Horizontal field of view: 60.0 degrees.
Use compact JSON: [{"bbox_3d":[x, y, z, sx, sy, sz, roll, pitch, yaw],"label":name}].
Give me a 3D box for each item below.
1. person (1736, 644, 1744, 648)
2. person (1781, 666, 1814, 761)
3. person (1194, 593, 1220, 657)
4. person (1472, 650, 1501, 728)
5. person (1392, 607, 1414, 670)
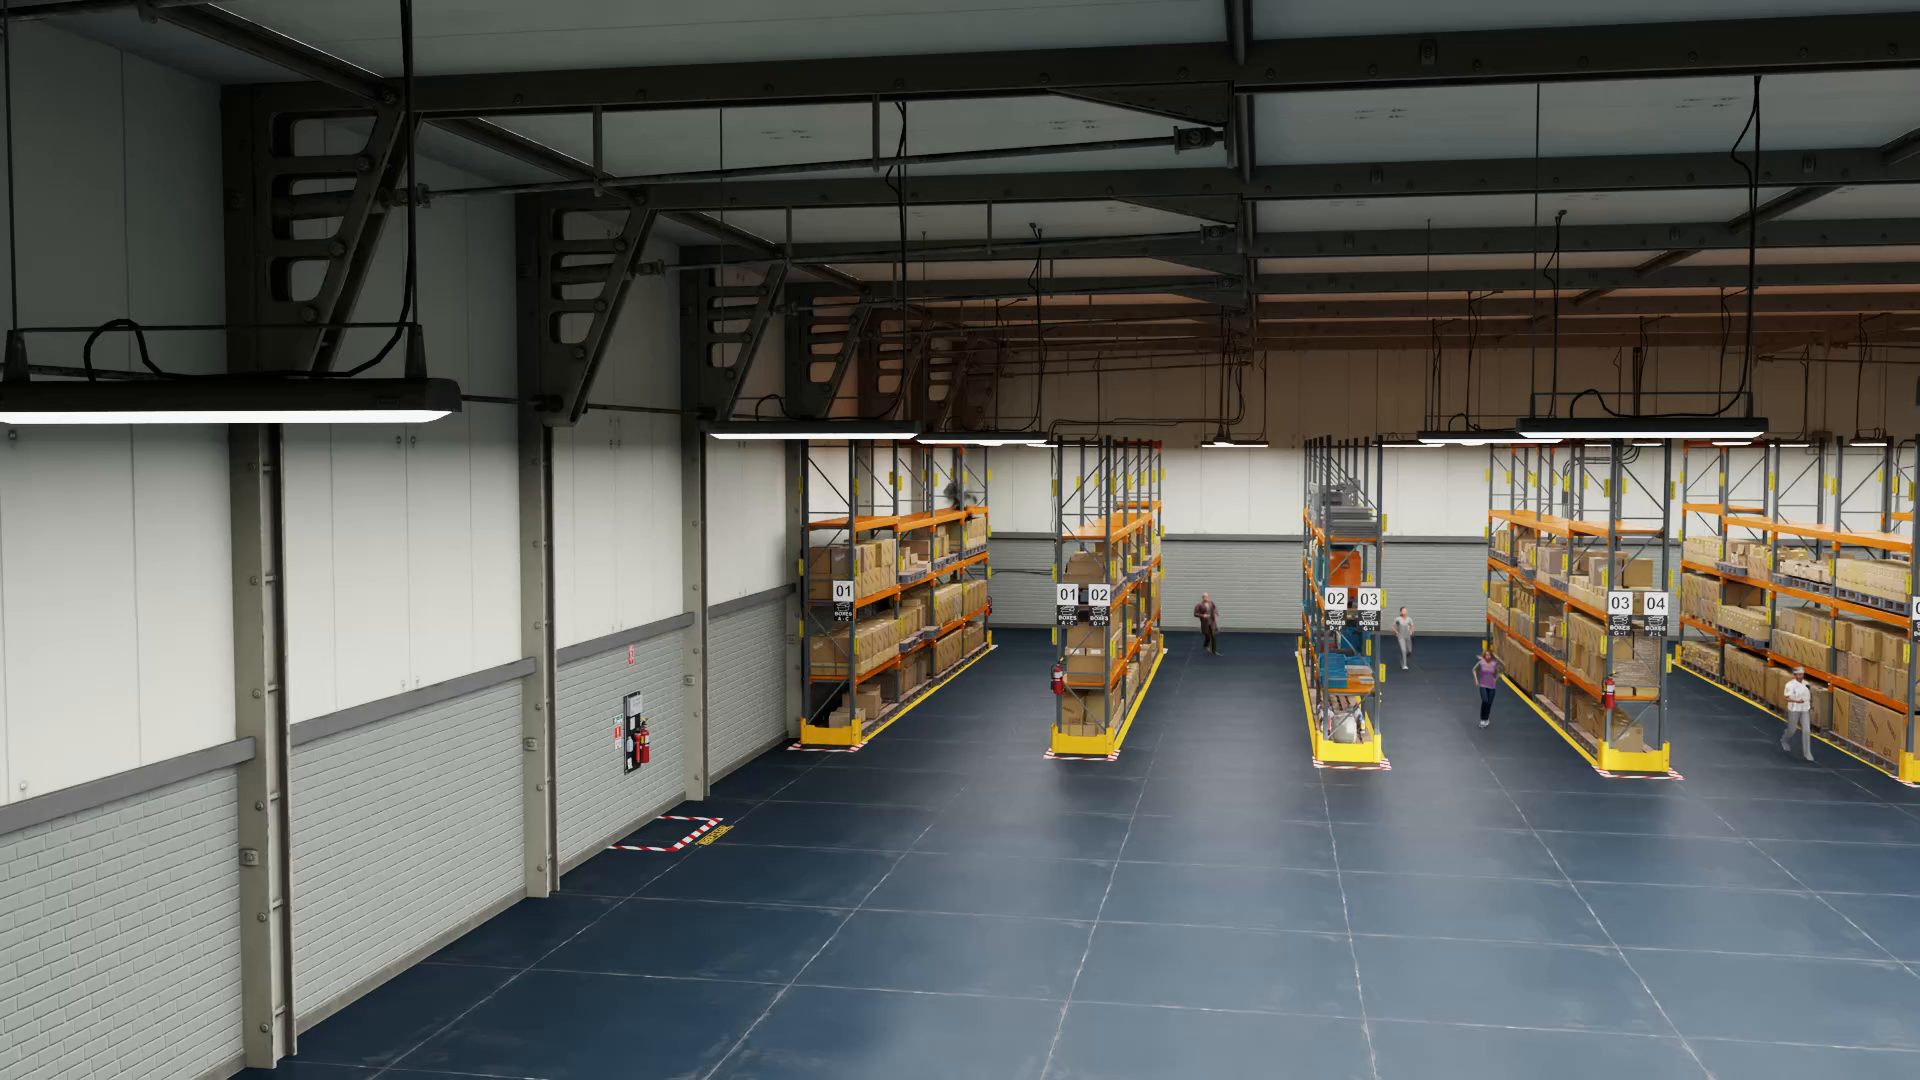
[{"bbox_3d":[21.025,2.434,44.874,0.740,1.717,0.587,-1,3,-25],"label":"person"},{"bbox_3d":[15.594,3.183,30.923,0.577,1.693,0.941,0,3,0],"label":"person"},{"bbox_3d":[6.886,2.350,46.522,0.746,1.749,0.956,-1,3,-13],"label":"person"},{"bbox_3d":[10.894,3.071,34.354,0.545,1.621,0.650,0,3,7],"label":"person"},{"bbox_3d":[11.591,2.555,43.515,0.568,1.624,0.703,0,3,-2],"label":"person"}]
